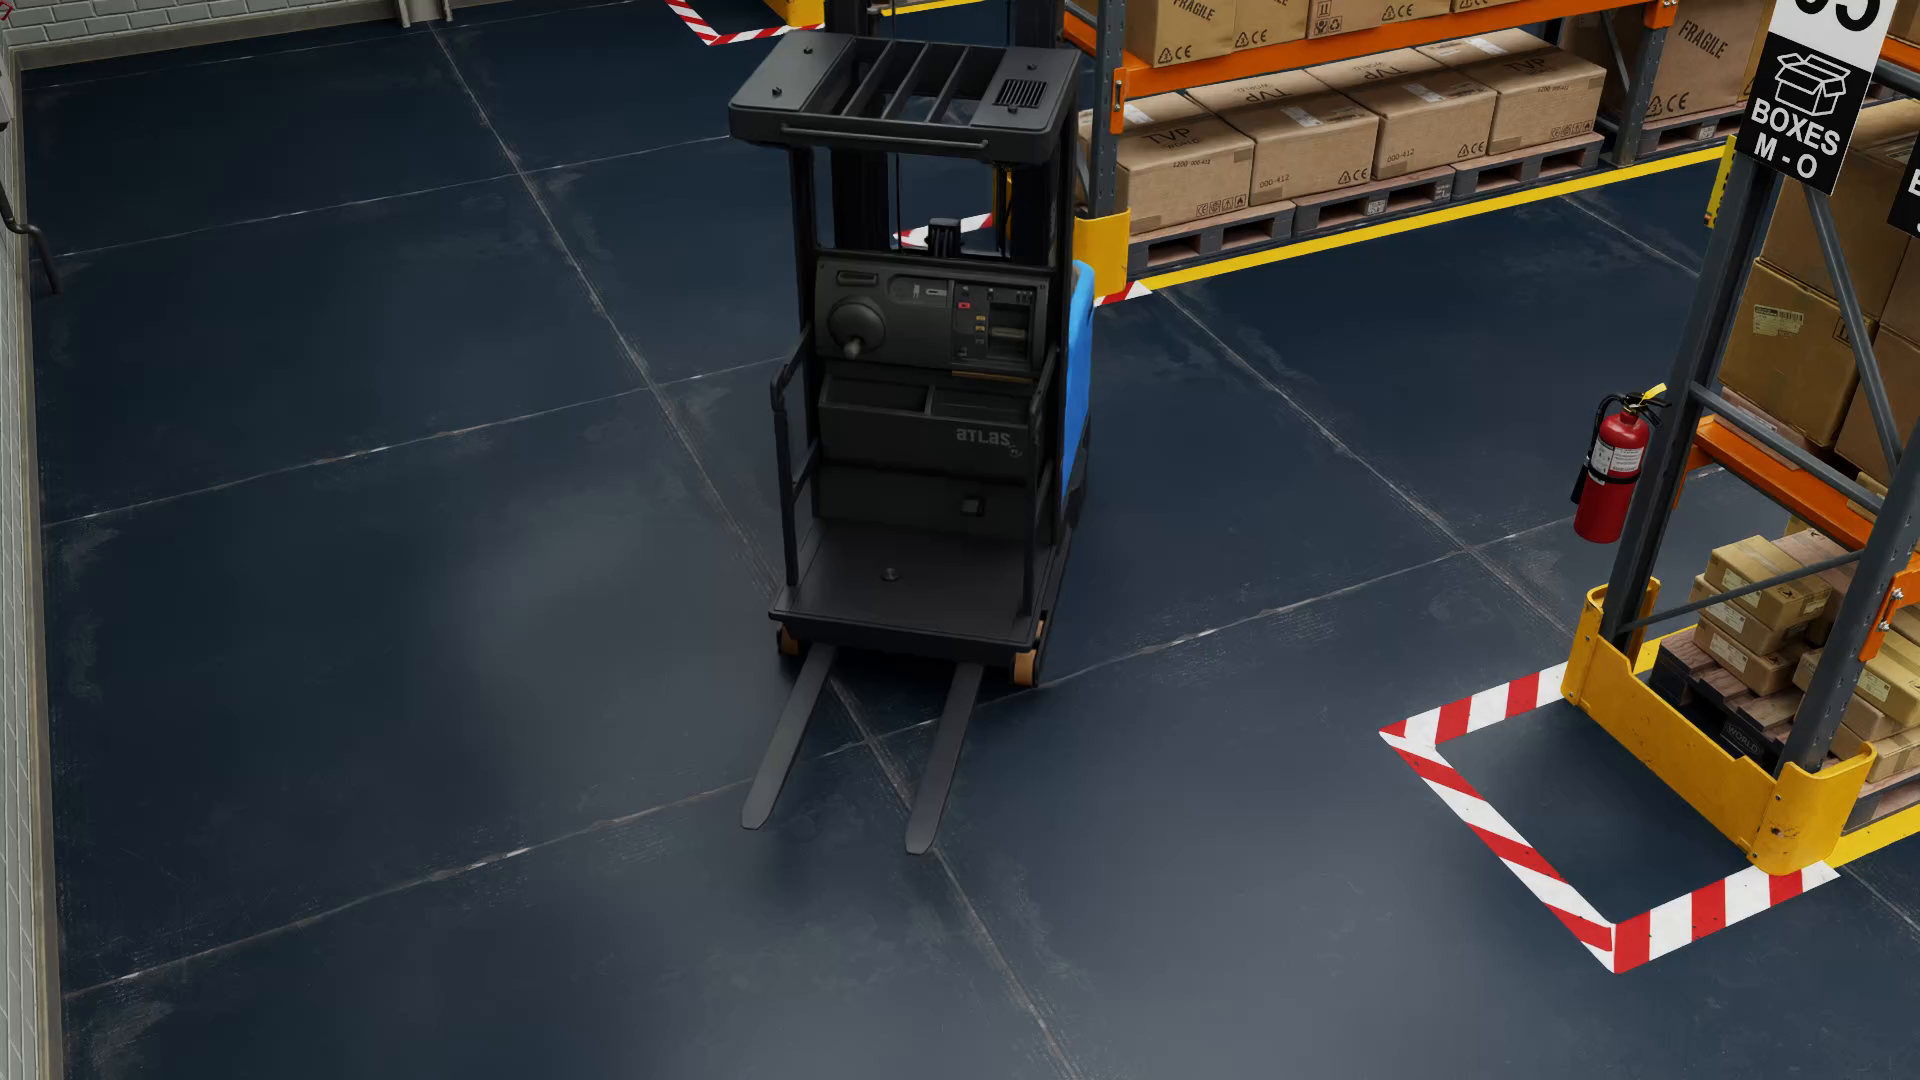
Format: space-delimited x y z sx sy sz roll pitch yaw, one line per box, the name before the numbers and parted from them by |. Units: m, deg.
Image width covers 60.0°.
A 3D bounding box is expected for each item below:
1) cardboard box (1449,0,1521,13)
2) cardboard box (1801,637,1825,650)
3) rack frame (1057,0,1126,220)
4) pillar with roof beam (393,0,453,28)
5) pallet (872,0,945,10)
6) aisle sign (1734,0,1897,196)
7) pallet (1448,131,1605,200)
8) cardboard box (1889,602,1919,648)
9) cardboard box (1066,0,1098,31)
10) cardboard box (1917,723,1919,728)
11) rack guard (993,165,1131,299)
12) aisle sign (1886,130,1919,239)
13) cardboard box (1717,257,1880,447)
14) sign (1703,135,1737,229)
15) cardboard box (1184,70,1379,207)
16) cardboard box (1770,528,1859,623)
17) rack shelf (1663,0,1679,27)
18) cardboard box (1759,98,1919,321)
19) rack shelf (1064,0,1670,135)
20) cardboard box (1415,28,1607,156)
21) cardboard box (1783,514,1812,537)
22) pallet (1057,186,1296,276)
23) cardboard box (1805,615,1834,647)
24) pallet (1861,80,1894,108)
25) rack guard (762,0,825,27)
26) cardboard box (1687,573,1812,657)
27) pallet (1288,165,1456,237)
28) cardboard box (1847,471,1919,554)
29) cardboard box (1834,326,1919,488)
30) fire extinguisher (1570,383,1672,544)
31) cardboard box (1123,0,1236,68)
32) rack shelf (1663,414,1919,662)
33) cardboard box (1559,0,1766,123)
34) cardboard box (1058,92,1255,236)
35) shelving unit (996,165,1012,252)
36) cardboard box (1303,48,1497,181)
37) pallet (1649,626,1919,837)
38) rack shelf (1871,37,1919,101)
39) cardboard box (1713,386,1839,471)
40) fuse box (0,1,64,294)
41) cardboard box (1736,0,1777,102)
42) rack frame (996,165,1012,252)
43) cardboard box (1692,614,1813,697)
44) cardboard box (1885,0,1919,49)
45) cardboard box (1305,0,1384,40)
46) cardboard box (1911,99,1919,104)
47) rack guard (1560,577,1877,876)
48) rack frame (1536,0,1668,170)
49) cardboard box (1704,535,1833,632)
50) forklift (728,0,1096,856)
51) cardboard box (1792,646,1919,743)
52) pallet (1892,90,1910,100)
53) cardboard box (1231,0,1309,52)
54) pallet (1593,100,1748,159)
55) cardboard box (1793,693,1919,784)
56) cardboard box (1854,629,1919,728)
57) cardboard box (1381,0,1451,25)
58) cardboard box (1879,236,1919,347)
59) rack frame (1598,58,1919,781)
cardboard box | 3.008 -3.472 9.830 0.500 0.500 0.500 -16 40 -21
cardboard box | 3.383 0.312 6.852 0.250 0.149 0.380 -14 39 -19
rack frame | 0.610 -2.943 9.200 0.127 3.000 1.000 -16 39 -20
pillar with roof beam | -2.497 -5.511 7.626 0.400 9.000 9.100 -16 39 -20
pallet | -0.712 -4.721 13.937 1.213 0.211 1.003 -16 39 -20
aisle sign | 2.612 -1.487 5.054 0.004 0.787 0.394 -16 39 -20
pallet | 3.510 -2.685 11.193 1.213 0.211 1.003 -16 39 -20
cardboard box | 3.622 0.354 6.296 0.250 0.149 0.380 -15 39 -19
cardboard box | 0.935 -3.248 9.527 0.500 0.500 0.500 -15 39 -20
cardboard box | 3.618 0.607 6.455 0.250 0.149 0.380 -16 39 -20
rack guard | 0.589 -1.933 9.937 0.348 0.500 1.175 -16 39 -20
aisle sign | 2.866 -1.163 4.618 0.004 0.787 0.394 -16 39 -20
cardboard box | 3.103 -0.711 5.858 0.500 0.500 0.500 -15 39 -19
sign | 2.587 -1.196 5.607 0.005 0.325 0.100 -16 39 -20
cardboard box | 1.990 -2.540 10.455 0.875 0.438 0.875 -15 39 -19
cardboard box | 3.429 0.135 6.591 0.250 0.149 0.380 -15 39 -19
rack shelf | 6.042 -4.173 11.462 4.000 0.370 1.077 -16 39 -20
cardboard box | 3.114 -1.111 5.556 0.500 0.500 0.500 -16 40 -21
rack shelf | 2.421 -3.161 10.097 4.000 0.370 1.077 -16 39 -20
cardboard box | 3.617 -2.994 11.067 0.875 0.438 0.875 -16 40 -21
cardboard box | 3.609 0.001 6.772 0.250 0.149 0.380 -16 40 -21
pallet | 1.301 -2.068 10.361 1.213 0.211 1.003 -16 39 -20
cardboard box | 3.421 0.233 6.709 0.250 0.149 0.380 -17 40 -21
pallet | 6.004 -3.383 12.134 1.213 0.211 1.003 -16 39 -20
rack guard | -1.433 -4.634 13.579 0.348 0.500 1.175 -16 39 -20
cardboard box | 3.162 0.270 6.659 0.250 0.149 0.380 -17 40 -21
pallet | 2.404 -2.374 10.774 1.213 0.211 1.003 -16 39 -20
cardboard box | 3.238 -0.104 5.583 0.250 0.149 0.380 -16 39 -20
cardboard box | 3.329 -0.424 5.470 0.500 0.500 0.500 -14 39 -18
fire extinguisher | 2.381 -0.304 6.019 0.183 0.674 0.296 -16 39 -20
cardboard box | 1.167 -2.950 9.125 0.500 0.500 0.500 -16 39 -20
rack shelf | 4.616 -0.517 6.532 4.000 0.370 1.077 -16 39 -20
cardboard box | 4.759 -3.471 11.343 0.875 0.875 0.875 -14 39 -19
cardboard box | 1.165 -2.304 10.136 0.875 0.438 0.875 -17 40 -21
shelving unit | -0.269 -1.315 8.263 1.048 1.500 0.538 -5 37 -7
cardboard box | 2.807 -2.767 10.761 0.875 0.438 0.875 -17 40 -21
pallet | 3.624 0.615 6.744 1.213 0.211 1.003 -16 39 -20
rack shelf | 4.616 -1.721 5.639 4.000 0.370 1.077 -16 39 -20
cardboard box | 2.980 -0.433 6.027 0.250 0.149 0.380 -16 39 -20
fuse box | -5.245 -2.156 9.220 0.414 1.711 0.539 -16 39 -20
cardboard box | 5.573 -3.704 11.657 0.875 0.875 0.875 -14 39 -19
rack frame | 0.234 -1.358 8.321 0.032 1.500 0.500 -5 37 -7
cardboard box | 3.193 0.431 6.691 0.250 0.149 0.380 -15 39 -19
cardboard box | 3.104 -1.702 5.134 0.500 0.250 0.500 -16 40 -21
cardboard box | 2.081 -3.212 9.479 0.500 0.500 0.500 -16 39 -20
cardboard box | 3.572 -1.239 5.729 0.500 0.500 0.500 -17 40 -21
rack guard | 2.874 0.685 6.406 0.348 0.500 1.175 -16 39 -20
rack frame | 4.231 -3.956 10.565 0.127 3.000 1.000 -16 39 -20
cardboard box | 3.177 0.167 6.548 0.250 0.149 0.380 -15 39 -19
forklift | -0.157 -0.809 6.380 1.130 2.935 3.031 7 37 9
cardboard box | 3.388 0.563 6.263 0.250 0.149 0.380 -14 39 -18
pallet | 7.107 -3.689 12.547 1.213 0.211 1.003 -16 39 -20
cardboard box | 1.613 -3.093 9.318 0.500 0.500 0.500 -16 40 -21
pallet | 4.898 -3.072 11.714 1.213 0.211 1.003 -16 39 -20
cardboard box | 3.415 0.717 6.306 0.250 0.149 0.380 -15 39 -19
cardboard box | 3.424 0.489 6.114 0.250 0.149 0.380 -17 40 -22
cardboard box | 2.527 -3.348 9.662 0.500 0.500 0.500 -14 39 -18
cardboard box | 3.324 -0.831 5.180 0.500 0.500 0.500 -16 39 -20
rack frame | 2.805 -0.299 5.636 0.127 3.000 1.000 -16 39 -20
